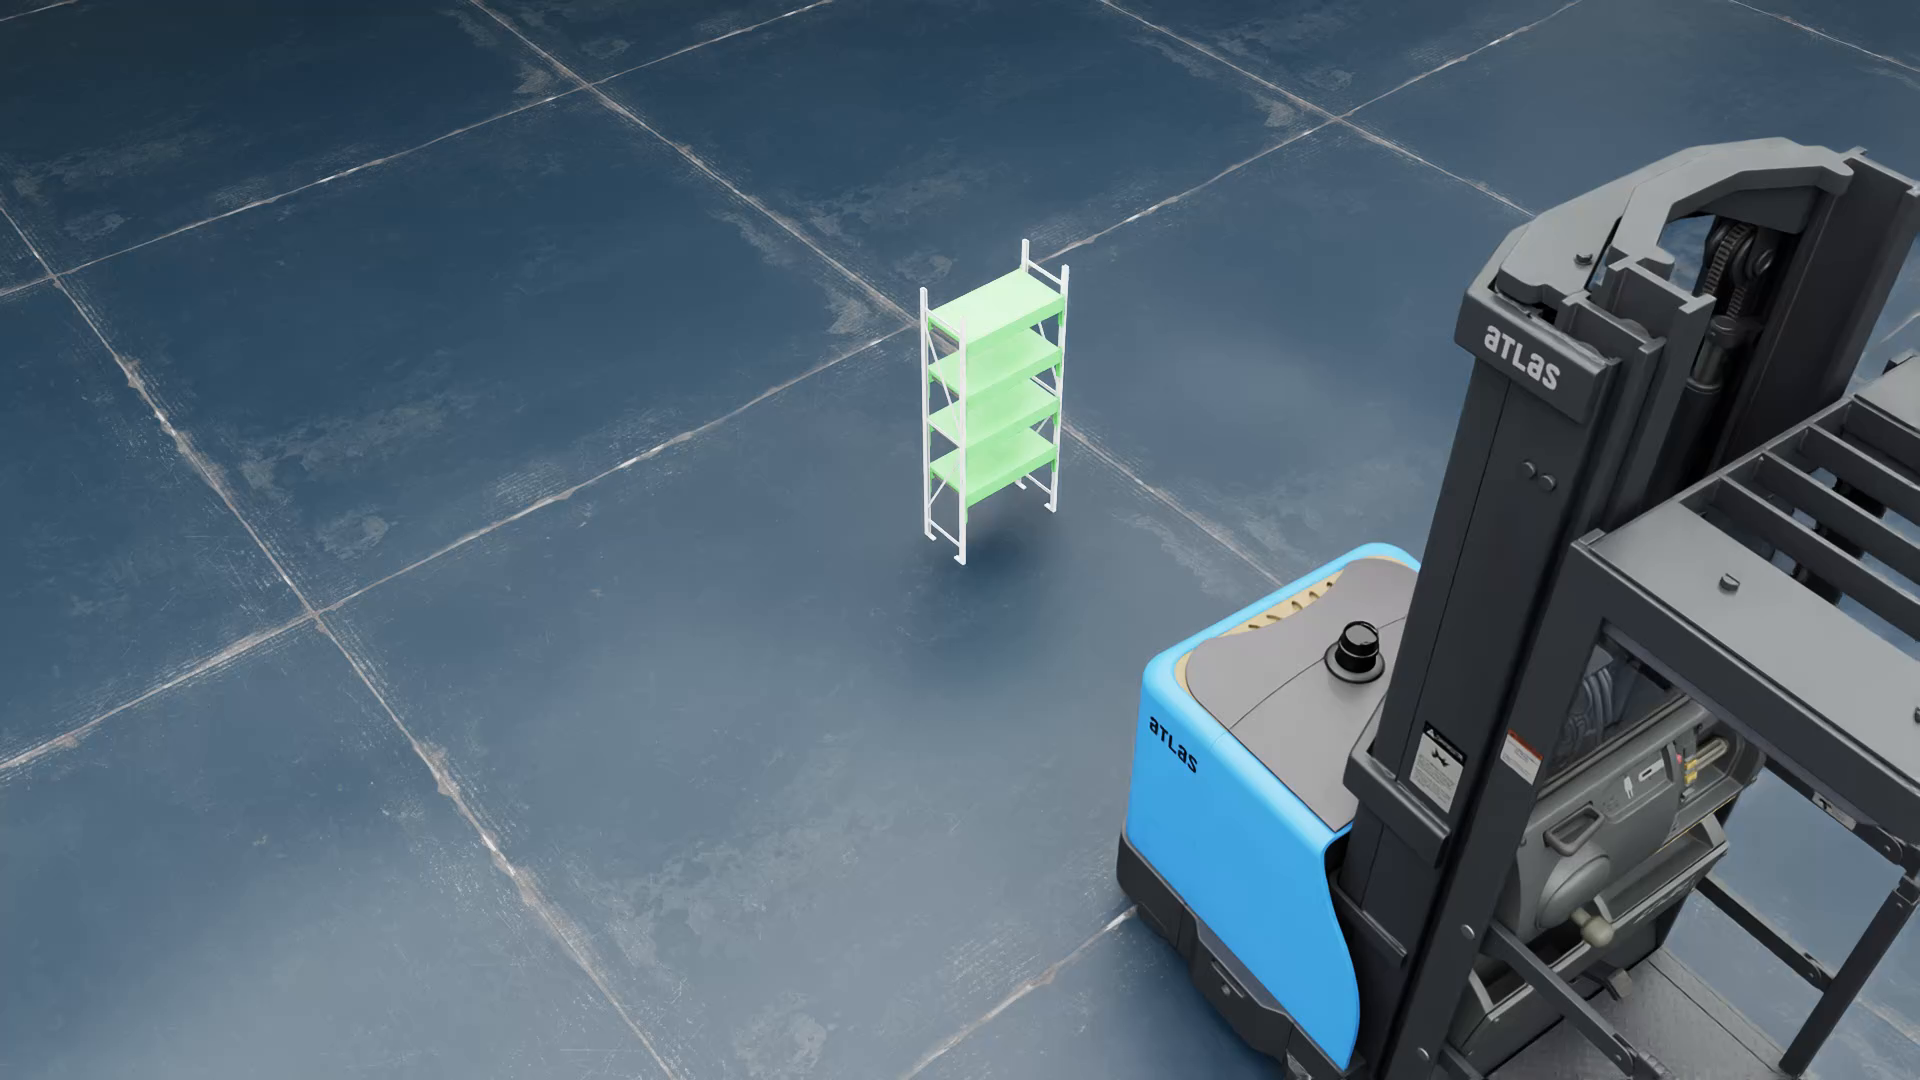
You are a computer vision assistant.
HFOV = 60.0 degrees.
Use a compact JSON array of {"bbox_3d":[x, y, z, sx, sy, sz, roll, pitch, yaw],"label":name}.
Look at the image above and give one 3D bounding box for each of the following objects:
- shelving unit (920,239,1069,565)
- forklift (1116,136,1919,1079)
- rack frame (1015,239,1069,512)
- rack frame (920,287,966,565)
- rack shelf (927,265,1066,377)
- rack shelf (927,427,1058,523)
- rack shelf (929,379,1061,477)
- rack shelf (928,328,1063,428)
[{"bbox_3d":[0.127,-0.510,6.417,0.503,1.200,0.258,-30,51,-28],"label":"shelving unit"},{"bbox_3d":[1.761,0.717,3.845,1.130,2.935,3.031,-25,49,-24],"label":"forklift"},{"bbox_3d":[0.314,-0.617,6.531,0.015,1.200,0.240,-30,51,-28],"label":"rack frame"},{"bbox_3d":[-0.060,-0.403,6.303,0.015,1.200,0.240,-30,51,-28],"label":"rack frame"},{"bbox_3d":[0.127,-0.813,6.132,0.480,0.148,0.258,-30,51,-28],"label":"rack shelf"},{"bbox_3d":[0.127,-0.289,6.625,0.480,0.148,0.258,-30,51,-28],"label":"rack shelf"},{"bbox_3d":[0.127,-0.463,6.460,0.480,0.148,0.258,-30,51,-28],"label":"rack shelf"},{"bbox_3d":[0.127,-0.638,6.296,0.480,0.148,0.258,-30,51,-28],"label":"rack shelf"}]
